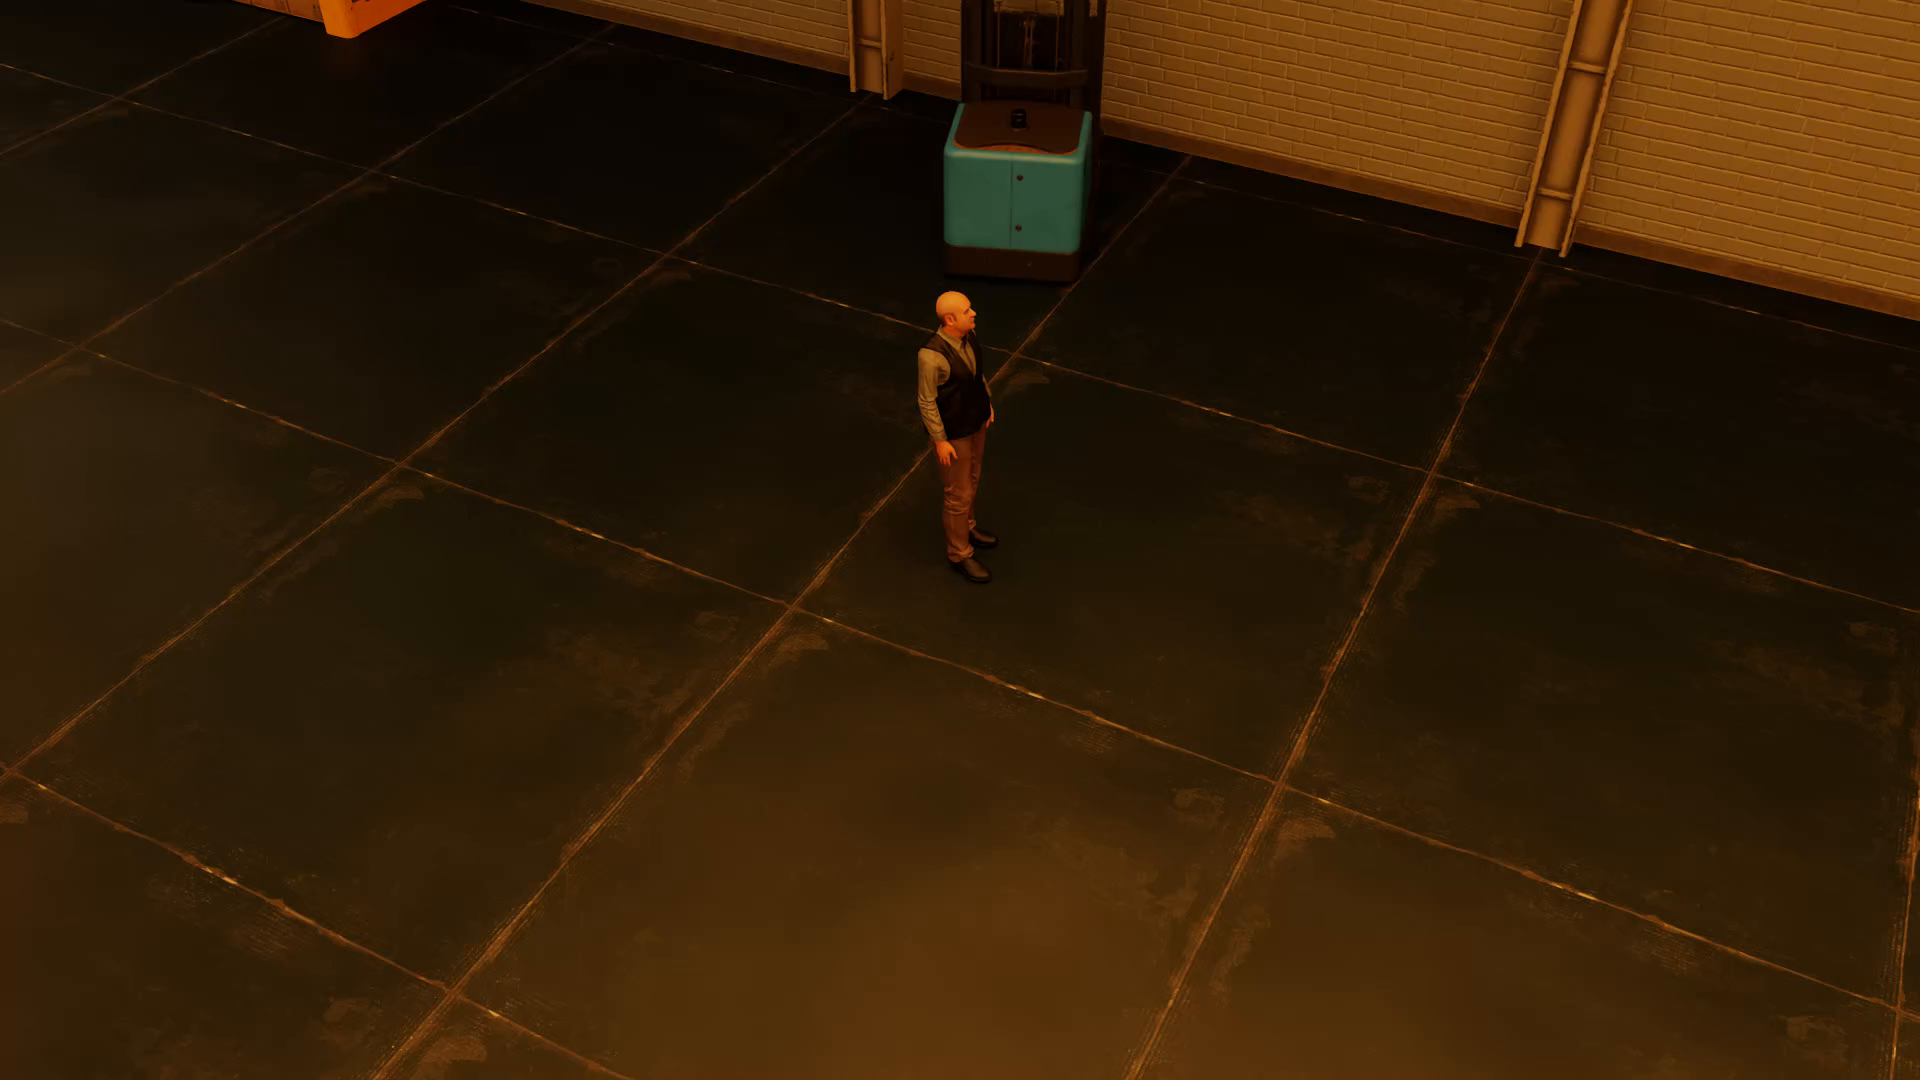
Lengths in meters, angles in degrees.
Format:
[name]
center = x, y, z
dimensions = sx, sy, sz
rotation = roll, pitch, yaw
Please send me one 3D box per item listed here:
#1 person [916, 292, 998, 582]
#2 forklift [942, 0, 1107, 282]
[person]
center = 0.053, -0.641, 9.675
dimensions = 0.566, 1.722, 0.634
rotation = 18, 43, 21
[forklift]
center = 0.585, -3.998, 12.734
dimensions = 1.130, 2.935, 3.031
rotation = 5, 40, 6
